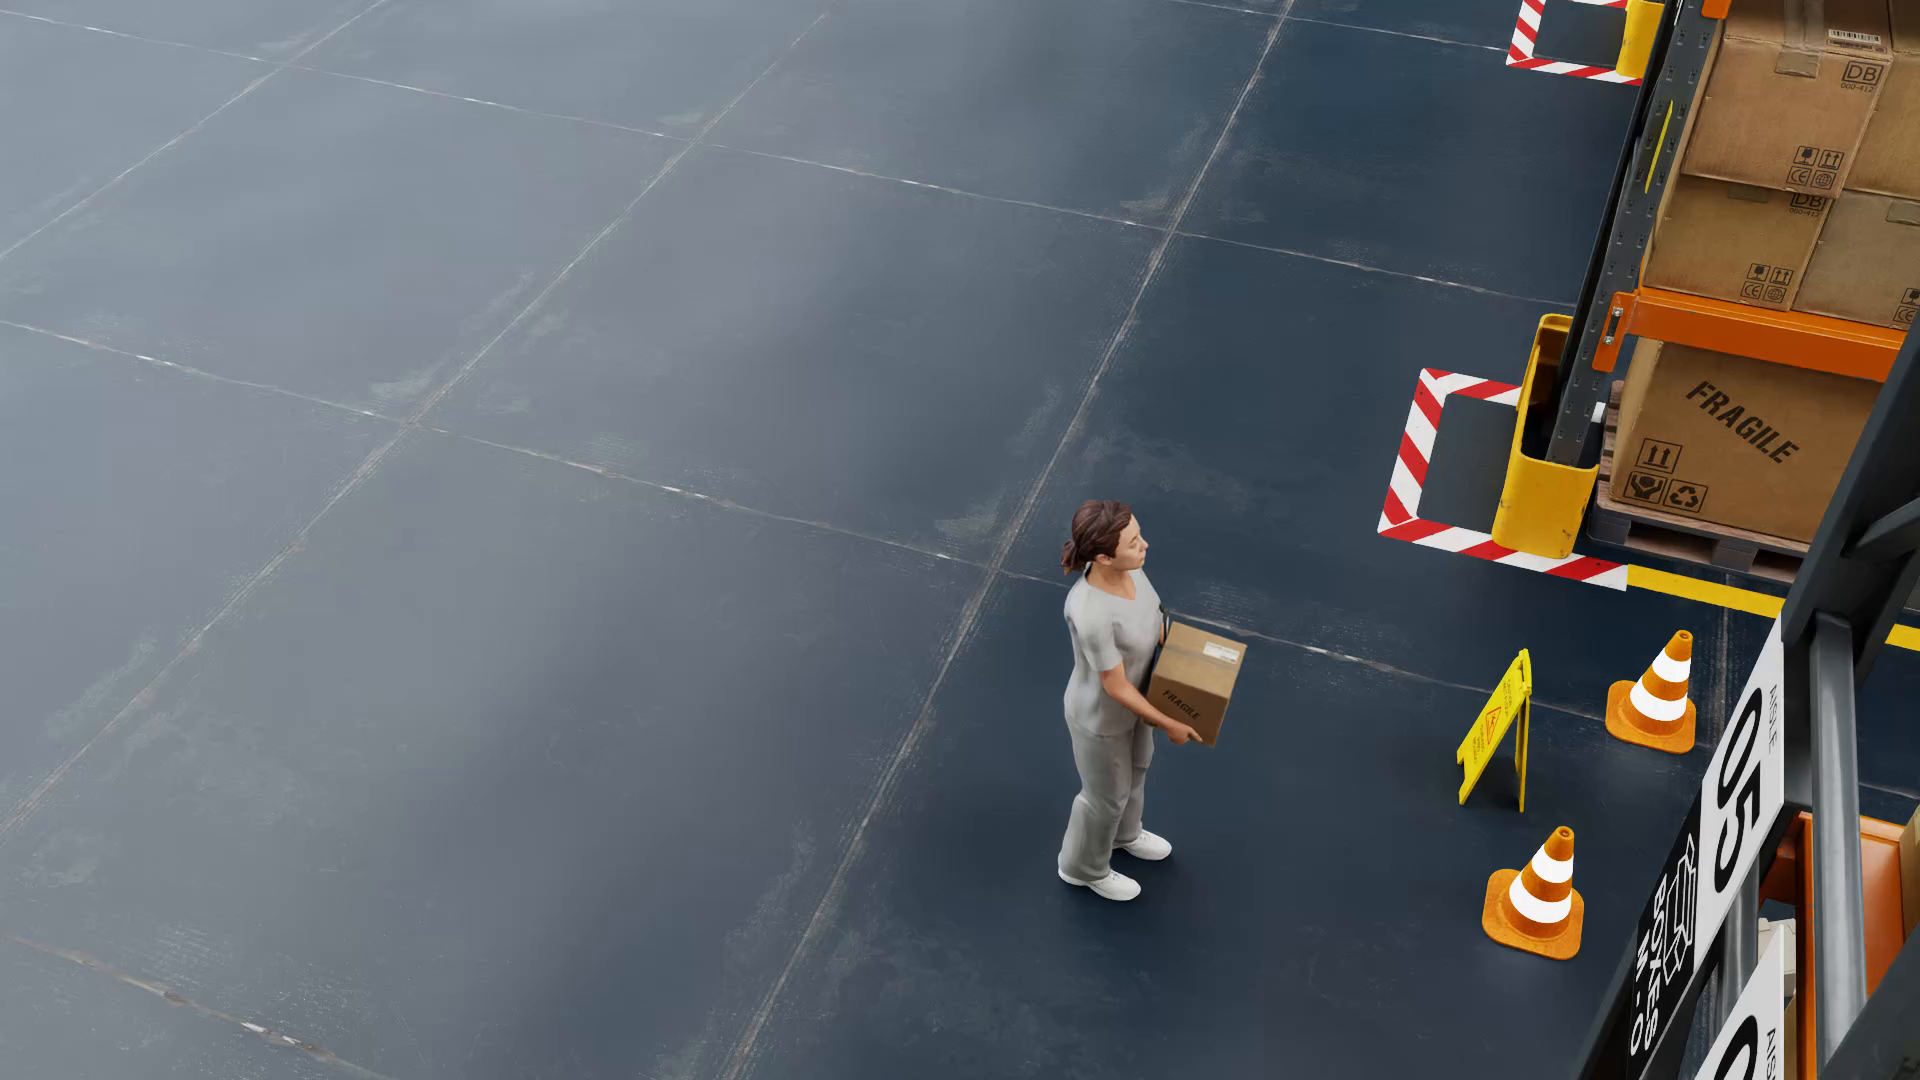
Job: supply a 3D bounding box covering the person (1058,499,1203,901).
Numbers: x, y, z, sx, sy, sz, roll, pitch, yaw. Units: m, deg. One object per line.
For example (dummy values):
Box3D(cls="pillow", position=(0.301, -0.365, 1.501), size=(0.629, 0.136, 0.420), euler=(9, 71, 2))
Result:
Box3D(cls="person", position=(0.566, 0.552, 5.545), size=(0.550, 1.664, 0.441), euler=(14, 43, 15))
